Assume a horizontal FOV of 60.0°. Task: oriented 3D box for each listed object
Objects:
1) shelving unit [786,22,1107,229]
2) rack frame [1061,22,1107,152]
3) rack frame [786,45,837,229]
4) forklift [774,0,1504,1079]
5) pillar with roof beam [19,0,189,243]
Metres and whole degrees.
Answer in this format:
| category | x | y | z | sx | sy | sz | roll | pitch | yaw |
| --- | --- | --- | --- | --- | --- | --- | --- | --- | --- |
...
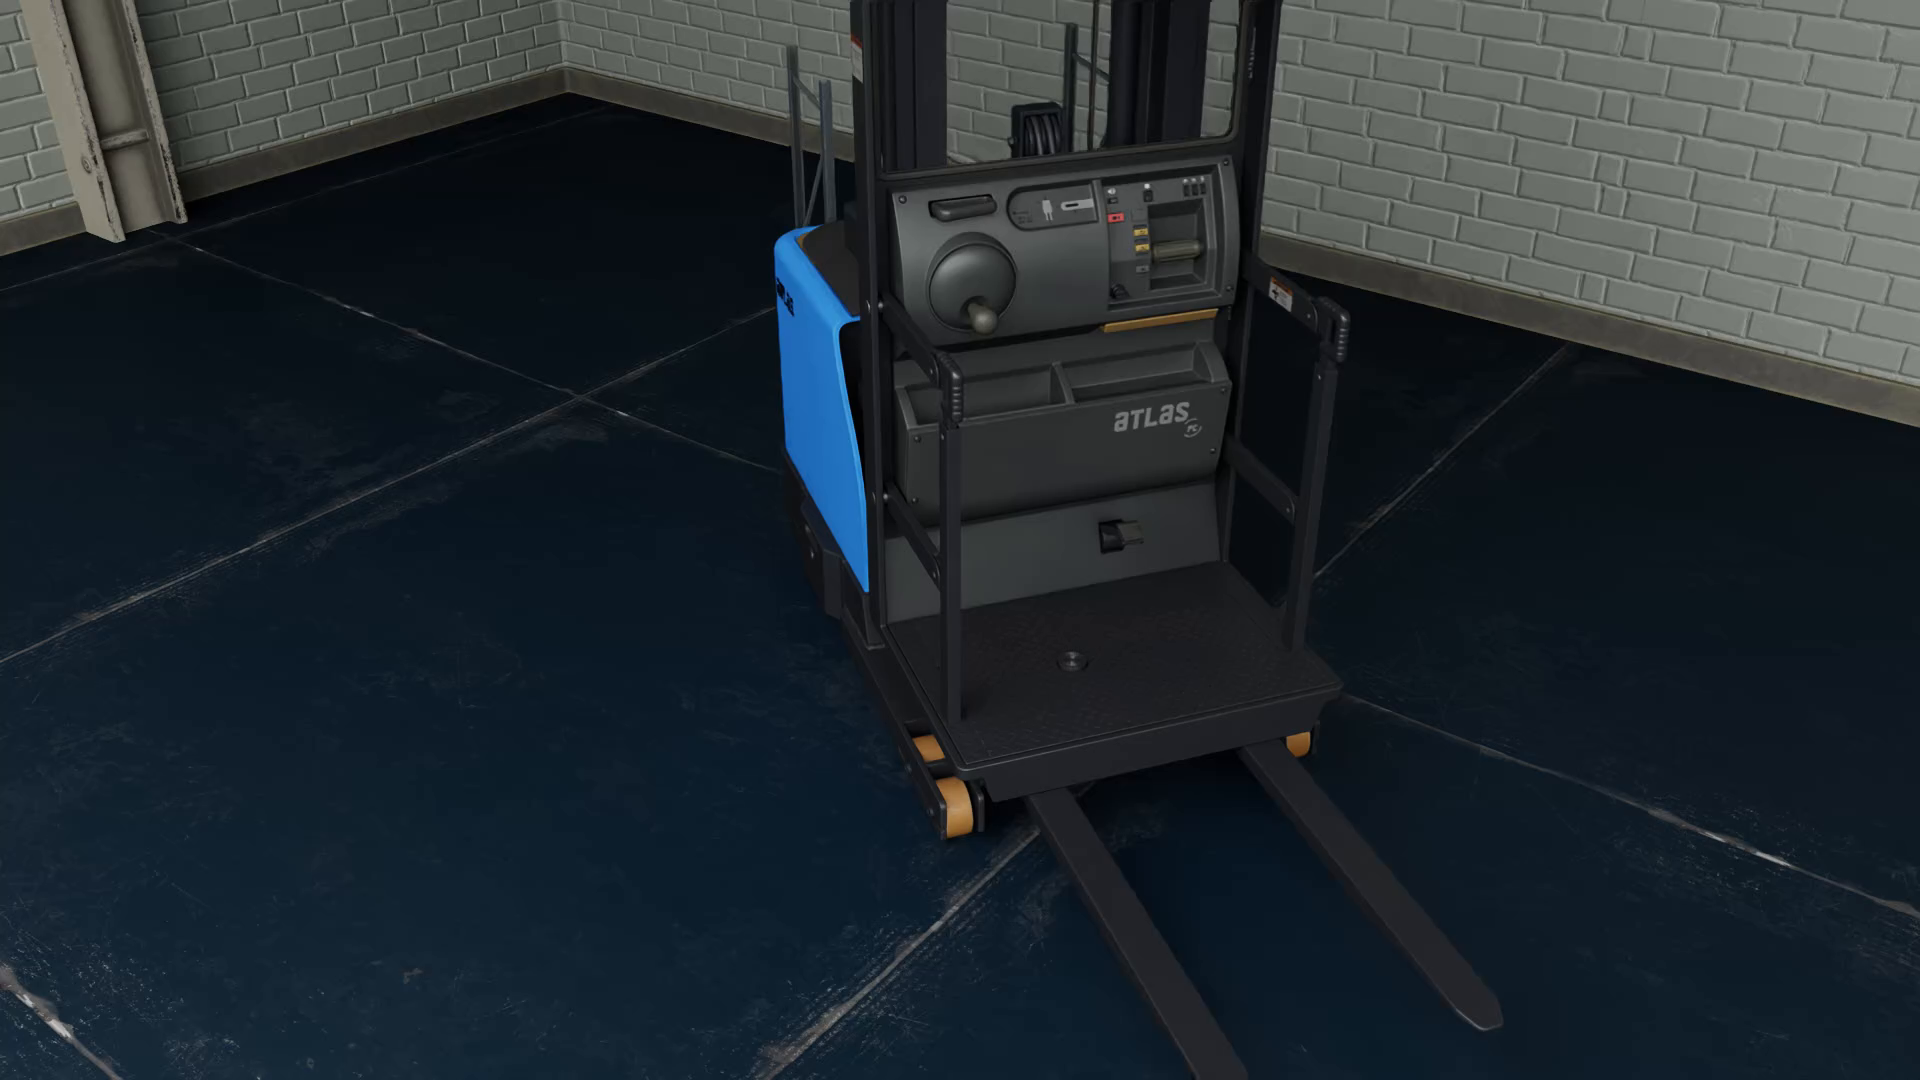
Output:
| category | x | y | z | sx | sy | sz | roll | pitch | yaw |
| --- | --- | --- | --- | --- | --- | --- | --- | --- | --- |
| shelving unit | -0.024 | -0.994 | 5.957 | 1.083 | 1.500 | 0.587 | -10 | 32 | -16 |
| rack frame | 0.468 | -1.077 | 6.097 | 0.032 | 1.500 | 0.500 | -10 | 32 | -16 |
| rack frame | -0.498 | -0.915 | 5.822 | 0.032 | 1.500 | 0.500 | -10 | 32 | -16 |
| forklift | 0.355 | -0.705 | 4.064 | 1.130 | 2.935 | 3.031 | -10 | 32 | -16 |
| pillar with roof beam | -0.750 | -4.145 | 3.917 | 9.100 | 9.000 | 0.400 | 21 | 37 | 31 |
